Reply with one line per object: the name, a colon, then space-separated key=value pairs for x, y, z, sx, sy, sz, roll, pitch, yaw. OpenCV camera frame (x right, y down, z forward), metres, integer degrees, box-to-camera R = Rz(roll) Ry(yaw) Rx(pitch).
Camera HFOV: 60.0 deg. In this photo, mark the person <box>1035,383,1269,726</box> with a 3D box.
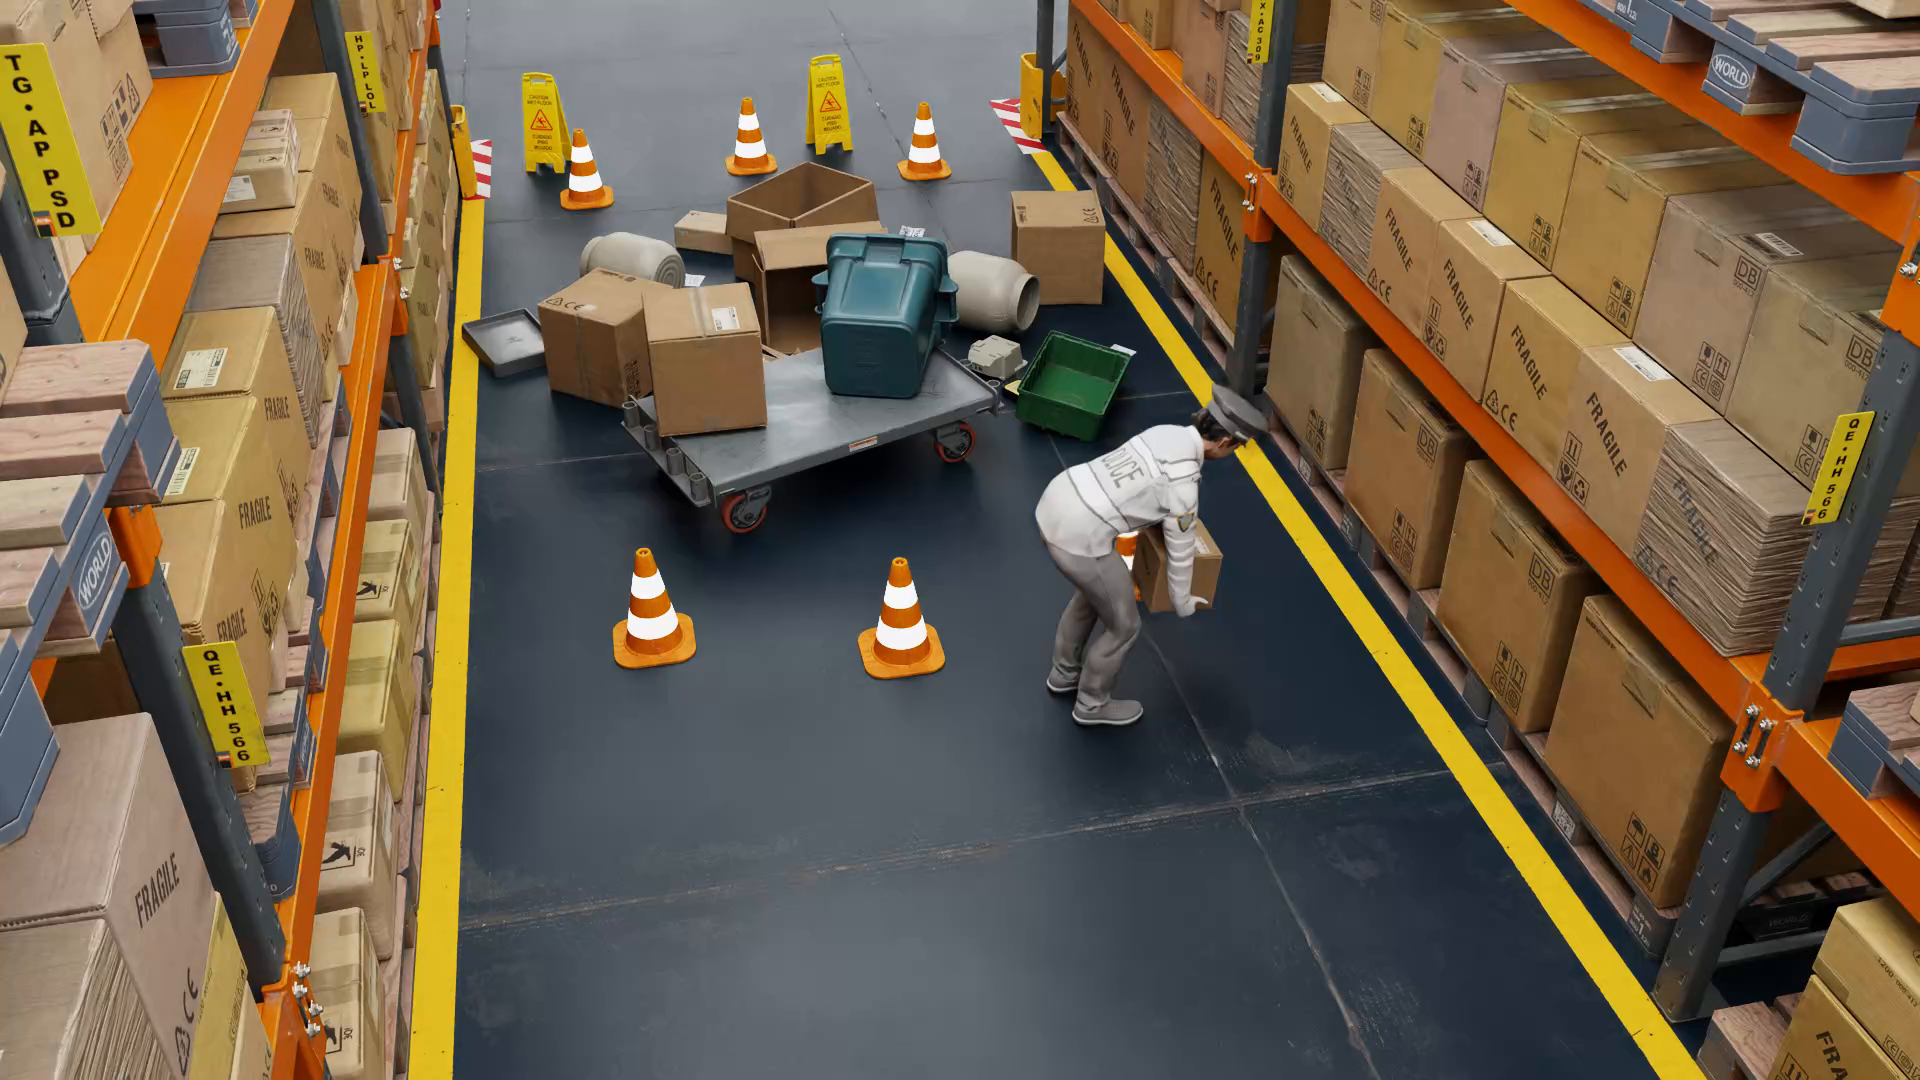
person: x=0.708 y=0.063 z=6.321 sx=0.857 sy=1.366 sz=0.402 roll=-8 pitch=35 yaw=-12
